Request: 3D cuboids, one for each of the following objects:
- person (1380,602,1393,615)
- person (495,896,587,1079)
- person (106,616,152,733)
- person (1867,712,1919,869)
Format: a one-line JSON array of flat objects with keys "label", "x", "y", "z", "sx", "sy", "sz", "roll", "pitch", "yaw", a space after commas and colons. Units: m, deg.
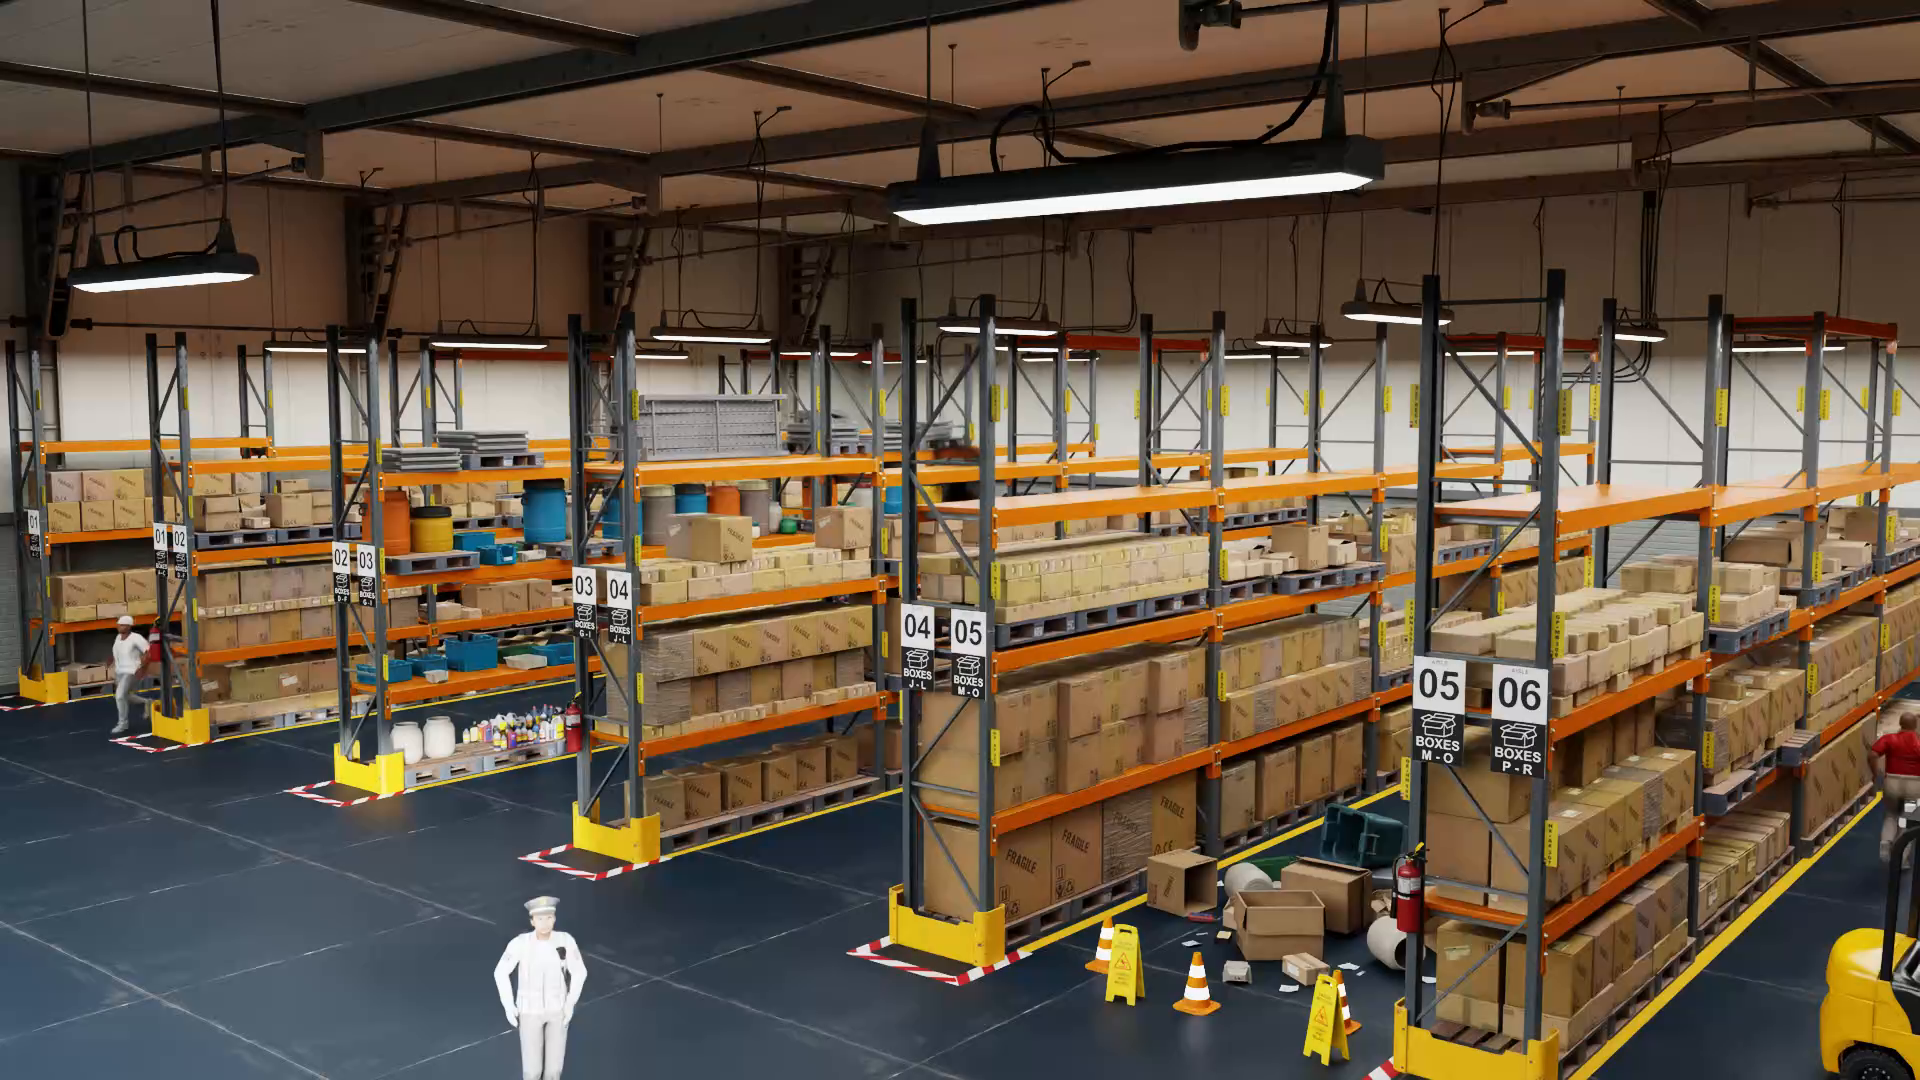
[{"label": "person", "x": 6.941, "y": 1.976, "z": 26.937, "sx": 0.717, "sy": 1.581, "sz": 0.843, "roll": 5, "pitch": 7, "yaw": 44}, {"label": "person", "x": -2.934, "y": 3.296, "z": 11.681, "sx": 0.628, "sy": 1.664, "sz": 0.502, "roll": -2, "pitch": 5, "yaw": -18}, {"label": "person", "x": -12.682, "y": 2.025, "z": 25.420, "sx": 0.741, "sy": 1.754, "sz": 0.766, "roll": 3, "pitch": 6, "yaw": 33}, {"label": "person", "x": 10.227, "y": 2.691, "z": 18.020, "sx": 0.646, "sy": 1.697, "sz": 0.655, "roll": 4, "pitch": 7, "yaw": 40}]
